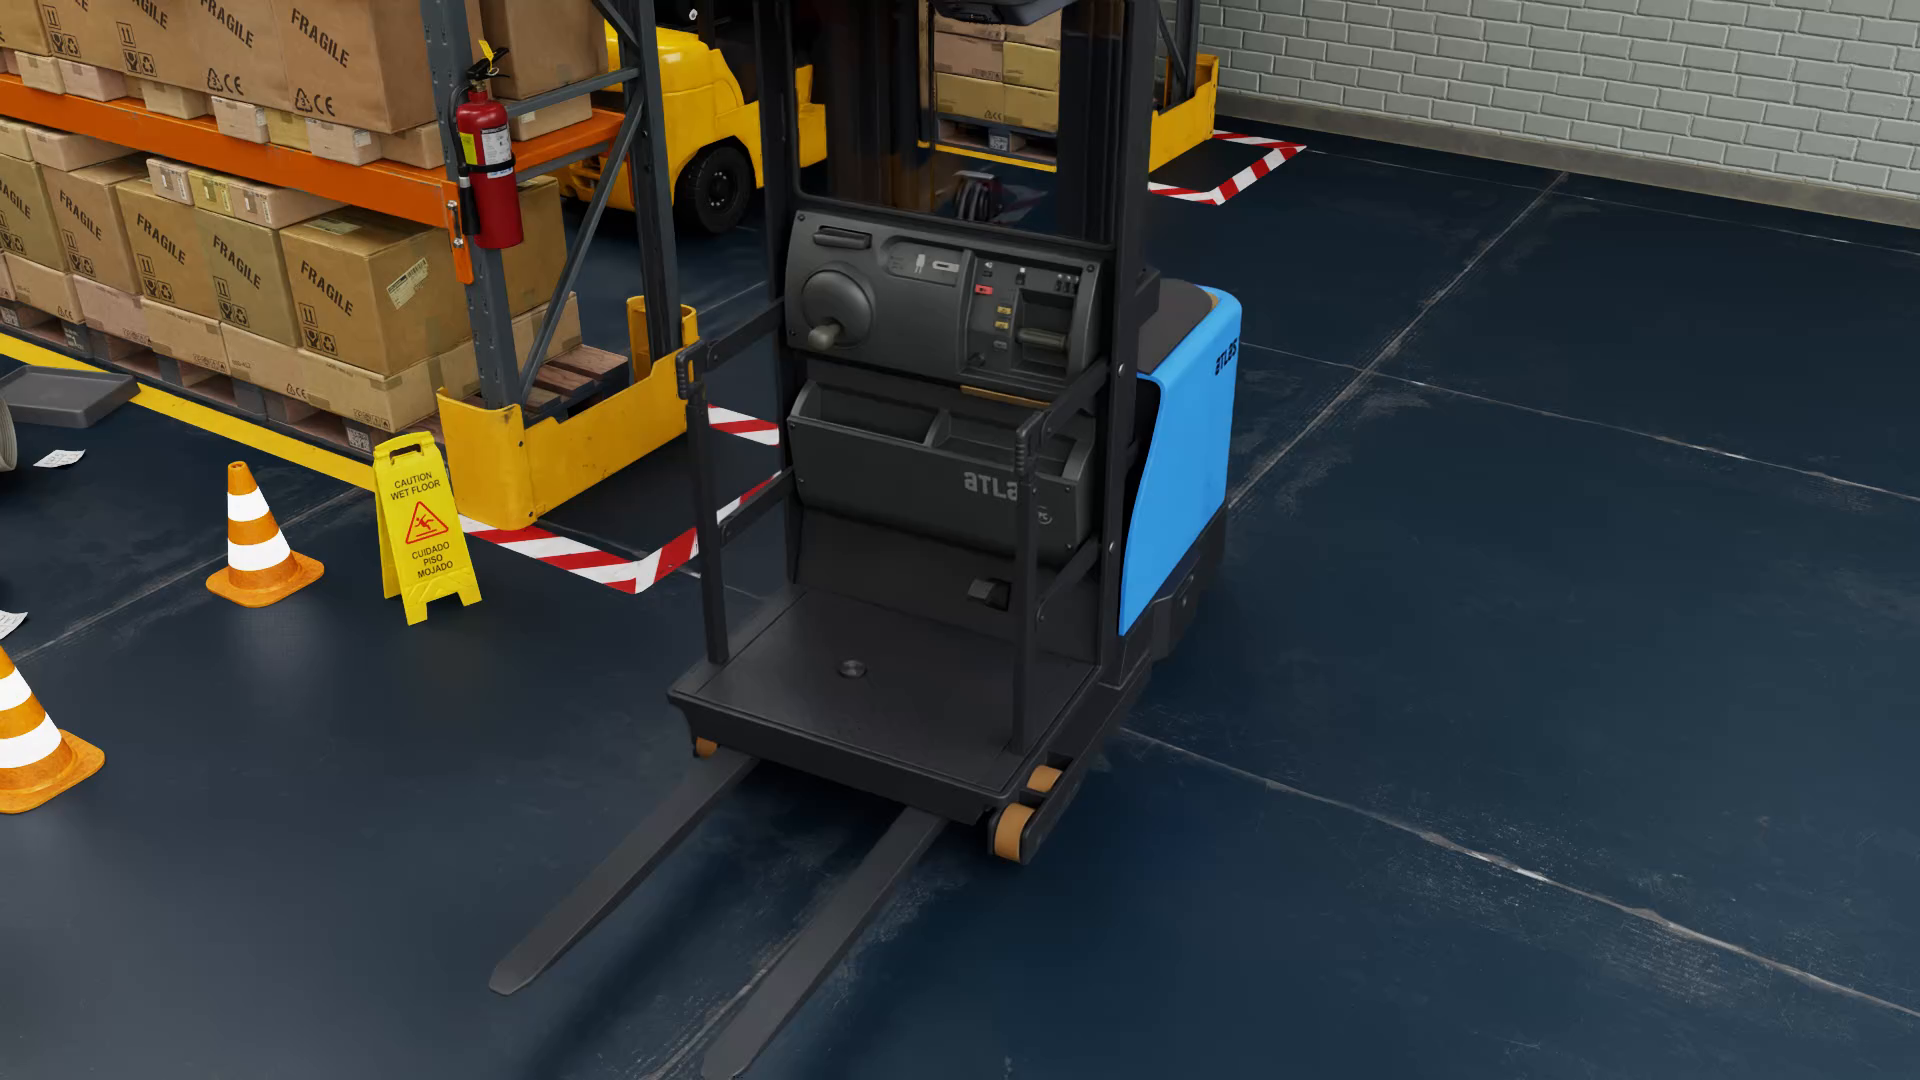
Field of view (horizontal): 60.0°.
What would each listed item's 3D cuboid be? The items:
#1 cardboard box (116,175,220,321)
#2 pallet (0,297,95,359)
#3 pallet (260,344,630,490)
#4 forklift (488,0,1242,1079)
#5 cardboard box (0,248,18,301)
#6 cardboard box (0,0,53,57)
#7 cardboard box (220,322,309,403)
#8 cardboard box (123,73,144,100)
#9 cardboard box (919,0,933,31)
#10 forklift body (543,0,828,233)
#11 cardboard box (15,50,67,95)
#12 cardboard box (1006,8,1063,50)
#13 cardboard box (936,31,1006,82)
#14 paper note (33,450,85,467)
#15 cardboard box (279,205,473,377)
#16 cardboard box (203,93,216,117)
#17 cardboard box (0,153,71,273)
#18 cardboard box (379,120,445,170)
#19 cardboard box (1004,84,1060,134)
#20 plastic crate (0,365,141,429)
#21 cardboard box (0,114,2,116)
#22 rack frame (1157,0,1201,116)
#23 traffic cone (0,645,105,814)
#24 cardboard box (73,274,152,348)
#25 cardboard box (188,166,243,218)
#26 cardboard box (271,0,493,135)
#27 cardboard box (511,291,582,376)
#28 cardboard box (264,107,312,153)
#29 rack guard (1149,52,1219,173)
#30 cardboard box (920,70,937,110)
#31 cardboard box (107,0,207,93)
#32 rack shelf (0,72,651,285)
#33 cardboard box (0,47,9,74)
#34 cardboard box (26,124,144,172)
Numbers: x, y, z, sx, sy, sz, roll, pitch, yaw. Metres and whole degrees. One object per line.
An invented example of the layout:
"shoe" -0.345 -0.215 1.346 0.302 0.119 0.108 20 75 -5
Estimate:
"cardboard box" -3.144 -1.291 7.053 0.500 0.500 0.500 17 34 26
"pallet" -4.259 -1.295 8.261 1.213 0.211 1.003 18 35 27
"pallet" -2.193 -0.642 7.140 1.213 0.211 1.003 18 35 27
"forklift" -0.156 -0.611 4.389 1.130 2.935 3.031 14 33 23
"cardboard box" -4.491 -1.385 7.959 0.500 0.250 0.500 16 34 25
"cardboard box" -3.767 -2.335 6.881 0.500 0.500 0.500 17 34 27
"cardboard box" -2.721 -0.831 7.009 0.500 0.250 0.500 18 35 28
"cardboard box" -3.174 -1.911 6.799 0.250 0.149 0.380 18 35 27
"cardboard box" -0.248 -3.394 10.410 0.500 0.250 0.500 18 35 28
"forklift body" -1.399 -3.075 9.387 1.214 2.155 2.313 18 35 27
"cardboard box" -3.672 -1.988 6.930 0.250 0.149 0.380 18 35 28
"cardboard box" 0.621 -3.128 9.955 0.500 0.250 0.500 19 35 29
"cardboard box" 0.179 -3.058 10.331 0.500 0.250 0.500 17 34 27
"paper note" -3.681 -0.338 6.799 0.148 0.019 0.142 6 31 10
"cardboard box" -2.276 -1.014 6.579 0.500 0.500 0.500 18 35 28
"cardboard box" -2.745 -1.776 6.568 0.250 0.149 0.380 18 35 28
"cardboard box" -4.031 -1.571 7.533 0.500 0.500 0.500 19 35 29
"cardboard box" -1.890 -1.493 6.082 0.250 0.149 0.380 19 35 29
"cardboard box" 0.611 -2.697 10.209 0.500 0.250 0.500 18 35 28
"plastic crate" -3.953 -0.633 7.256 0.583 0.080 0.402 6 31 10
"cardboard box" -4.417 -1.930 7.506 0.250 0.149 0.380 18 35 28
"rack frame" 1.177 -3.713 9.637 0.127 3.000 1.000 18 35 27
"traffic cone" -2.811 0.503 4.929 0.334 0.463 0.336 18 35 27
"cardboard box" -3.582 -1.106 7.481 0.500 0.250 0.500 17 34 27
"cardboard box" -2.834 -1.433 6.653 0.250 0.149 0.380 18 35 28
"cardboard box" -2.065 -1.793 5.951 0.500 0.500 0.500 17 34 26
"cardboard box" -1.995 -0.921 7.164 0.500 0.250 0.500 17 34 27
"cardboard box" -2.369 -1.592 6.251 0.250 0.149 0.380 17 34 27
"rack guard" 1.197 -2.626 10.256 0.348 0.500 1.175 18 35 27
"cardboard box" -0.225 -2.972 10.680 0.500 0.250 0.500 18 35 28
"cardboard box" -2.909 -2.064 6.417 0.500 0.500 0.500 17 34 27
"rack shelf" -3.153 -1.818 7.104 4.000 0.370 1.077 18 35 27
"cardboard box" -4.077 -2.150 7.208 0.250 0.149 0.380 19 35 29
"cardboard box" -3.751 -1.722 7.149 0.250 0.149 0.380 20 36 30
